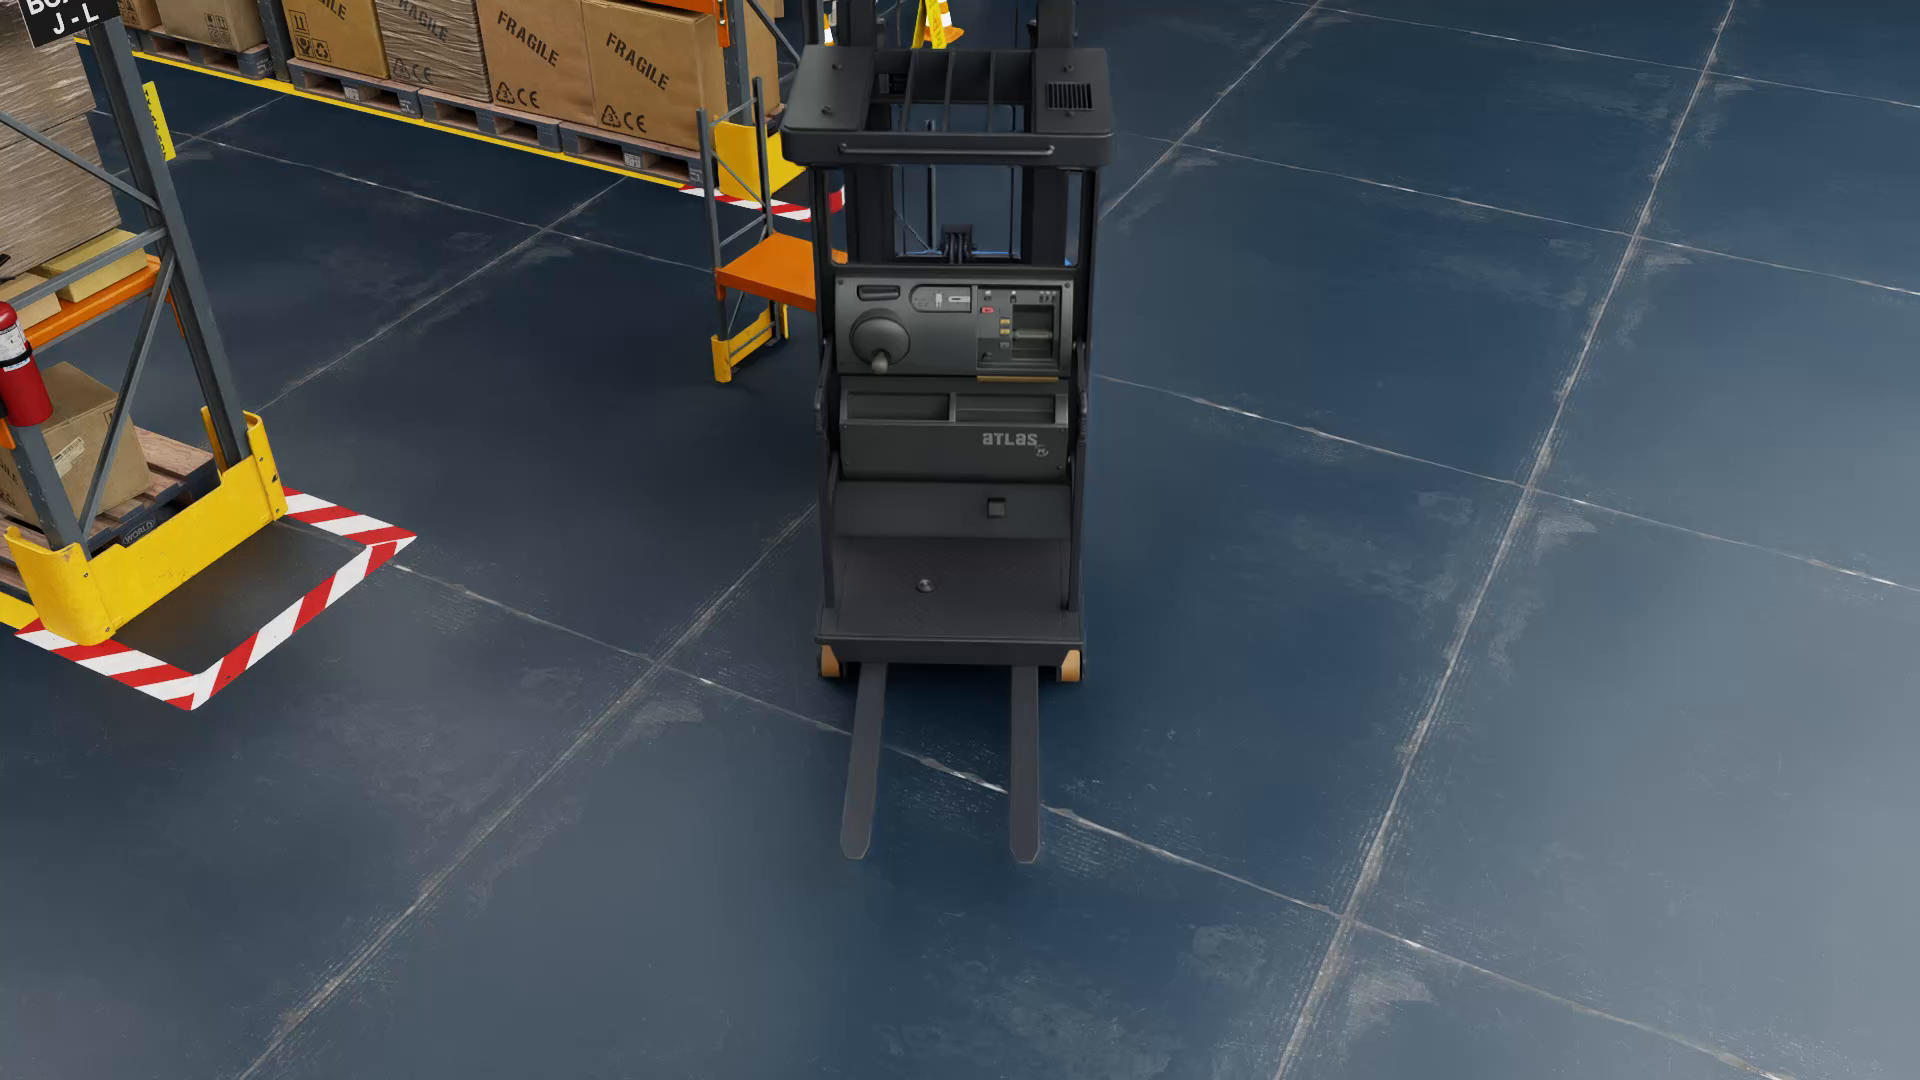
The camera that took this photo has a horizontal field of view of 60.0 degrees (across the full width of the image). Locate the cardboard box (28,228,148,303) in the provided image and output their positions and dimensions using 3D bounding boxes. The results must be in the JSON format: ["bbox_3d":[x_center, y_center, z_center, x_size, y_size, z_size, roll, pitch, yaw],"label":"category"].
[{"bbox_3d":[-3.684,-1.172,7.021,0.250,0.149,0.380,17,41,21],"label":"cardboard box"}]

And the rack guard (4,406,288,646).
[{"bbox_3d":[-3.608,-0.090,7.456,0.348,0.500,1.175,17,41,21],"label":"rack guard"}]

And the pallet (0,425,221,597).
[{"bbox_3d":[-4.313,-0.220,7.866,1.213,0.211,1.003,17,41,21],"label":"pallet"}]

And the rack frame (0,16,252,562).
[{"bbox_3d":[-3.540,-1.065,6.672,0.127,3.000,1.000,17,41,21],"label":"rack frame"}]

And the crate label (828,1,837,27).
[{"bbox_3d":[-0.893,-4.167,13.126,0.298,0.136,0.250,-2,37,-2],"label":"crate label"}]

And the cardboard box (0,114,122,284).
[{"bbox_3d":[-4.016,-1.391,6.773,0.500,0.500,0.875,17,41,21],"label":"cardboard box"}]

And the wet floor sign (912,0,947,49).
[{"bbox_3d":[-0.233,-3.817,12.245,0.232,0.644,0.267,11,38,14],"label":"wet floor sign"}]

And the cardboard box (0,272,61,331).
[{"bbox_3d":[-3.888,-0.933,6.706,0.250,0.149,0.380,17,41,21],"label":"cardboard box"}]

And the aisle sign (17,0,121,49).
[{"bbox_3d":[-3.347,-2.244,6.076,0.004,0.787,0.394,17,41,21],"label":"aisle sign"}]

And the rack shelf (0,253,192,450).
[{"bbox_3d":[-5.316,-1.335,7.622,4.000,0.370,1.077,17,41,21],"label":"rack shelf"}]

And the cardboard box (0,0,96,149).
[{"bbox_3d":[-3.903,-1.921,6.644,0.500,0.500,0.500,17,41,21],"label":"cardboard box"}]

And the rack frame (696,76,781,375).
[{"bbox_3d":[-1.132,-1.595,8.610,0.032,1.500,0.500,19,41,24],"label":"rack frame"}]

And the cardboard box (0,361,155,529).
[{"bbox_3d":[-4.087,-0.419,7.541,0.500,0.500,0.500,25,44,29],"label":"cardboard box"}]

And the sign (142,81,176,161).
[{"bbox_3d":[-3.291,-1.701,6.794,0.005,0.325,0.100,17,41,21],"label":"sign"}]

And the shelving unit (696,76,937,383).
[{"bbox_3d":[-0.700,-1.443,8.410,1.083,1.500,0.587,19,41,24],"label":"shelving unit"}]

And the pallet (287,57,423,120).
[{"bbox_3d":[-4.082,-3.448,12.118,1.213,0.211,1.003,17,41,21],"label":"pallet"}]

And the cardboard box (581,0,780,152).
[{"bbox_3d":[-1.802,-3.174,10.860,0.875,0.875,0.875,18,41,22],"label":"cardboard box"}]

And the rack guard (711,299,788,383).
[{"bbox_3d":[-1.131,-1.097,8.988,0.087,0.250,0.587,19,41,24],"label":"rack guard"}]

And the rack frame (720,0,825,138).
[{"bbox_3d":[-1.169,-3.700,10.143,0.127,3.000,1.000,17,41,21],"label":"rack frame"}]

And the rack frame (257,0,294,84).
[{"bbox_3d":[-4.721,-4.812,11.608,0.127,3.000,1.000,17,41,21],"label":"rack frame"}]

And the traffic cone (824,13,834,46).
[{"bbox_3d":[-0.988,-3.599,12.109,0.334,0.463,0.336,17,41,21],"label":"traffic cone"}]

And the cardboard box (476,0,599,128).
[{"bbox_3d":[-2.584,-3.417,11.181,0.875,0.875,0.875,17,40,21],"label":"cardboard box"}]

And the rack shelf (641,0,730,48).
[{"bbox_3d":[-2.945,-3.969,11.093,4.000,0.370,1.077,17,41,21],"label":"rack shelf"}]

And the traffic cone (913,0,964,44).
[{"bbox_3d":[-0.166,-4.112,12.784,0.334,0.463,0.336,17,41,21],"label":"traffic cone"}]

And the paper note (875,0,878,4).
[{"bbox_3d":[-0.737,-4.397,13.517,0.142,0.019,0.148,4,37,6],"label":"paper note"}]

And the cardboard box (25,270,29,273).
[{"bbox_3d":[-3.897,-1.252,7.126,0.250,0.149,0.380,17,41,21],"label":"cardboard box"}]

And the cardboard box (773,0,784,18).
[{"bbox_3d":[-1.707,-4.520,13.289,0.637,0.503,0.797,-8,38,-10],"label":"cardboard box"}]

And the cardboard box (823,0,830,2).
[{"bbox_3d":[-1.075,-4.530,13.594,0.380,0.149,0.250,-21,42,-25],"label":"cardboard box"}]

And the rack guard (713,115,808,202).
[{"bbox_3d":[-1.148,-2.698,10.890,0.348,0.500,1.175,17,41,21],"label":"rack guard"}]

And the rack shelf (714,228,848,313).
[{"bbox_3d":[-0.693,-1.297,8.515,1.000,0.185,0.538,19,41,24],"label":"rack shelf"}]

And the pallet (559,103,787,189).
[{"bbox_3d":[-1.915,-2.769,11.224,1.213,0.211,1.003,17,41,21],"label":"pallet"}]

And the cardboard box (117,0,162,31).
[{"bbox_3d":[-6.169,-4.478,12.681,0.750,0.750,1.050,17,41,21],"label":"cardboard box"}]

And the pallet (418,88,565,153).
[{"bbox_3d":[-2.995,-3.109,11.672,1.213,0.211,1.003,17,41,21],"label":"pallet"}]

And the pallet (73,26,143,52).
[{"bbox_3d":[-6.529,-4.214,13.127,1.213,0.211,1.003,17,41,21],"label":"pallet"}]

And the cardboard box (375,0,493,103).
[{"bbox_3d":[-3.393,-3.672,11.517,0.875,0.875,0.875,18,41,22],"label":"cardboard box"}]

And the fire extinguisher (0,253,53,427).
[{"bbox_3d":[-3.650,-0.755,6.328,0.183,0.674,0.296,17,41,21],"label":"fire extinguisher"}]

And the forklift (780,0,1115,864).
[{"bbox_3d":[-0.028,-0.769,6.339,1.130,2.935,3.031,1,37,1],"label":"forklift"}]

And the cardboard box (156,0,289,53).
[{"bbox_3d":[-5.314,-4.208,12.325,0.750,0.750,1.050,17,40,21],"label":"cardboard box"}]

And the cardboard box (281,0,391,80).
[{"bbox_3d":[-4.195,-3.921,11.844,0.875,0.875,0.875,18,41,22],"label":"cardboard box"}]

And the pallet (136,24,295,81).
[{"bbox_3d":[-5.441,-3.875,12.681,1.213,0.211,1.003,17,41,21],"label":"pallet"}]

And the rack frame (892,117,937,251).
[{"bbox_3d":[-0.253,-1.285,8.203,0.032,1.500,0.500,19,41,24],"label":"rack frame"}]
